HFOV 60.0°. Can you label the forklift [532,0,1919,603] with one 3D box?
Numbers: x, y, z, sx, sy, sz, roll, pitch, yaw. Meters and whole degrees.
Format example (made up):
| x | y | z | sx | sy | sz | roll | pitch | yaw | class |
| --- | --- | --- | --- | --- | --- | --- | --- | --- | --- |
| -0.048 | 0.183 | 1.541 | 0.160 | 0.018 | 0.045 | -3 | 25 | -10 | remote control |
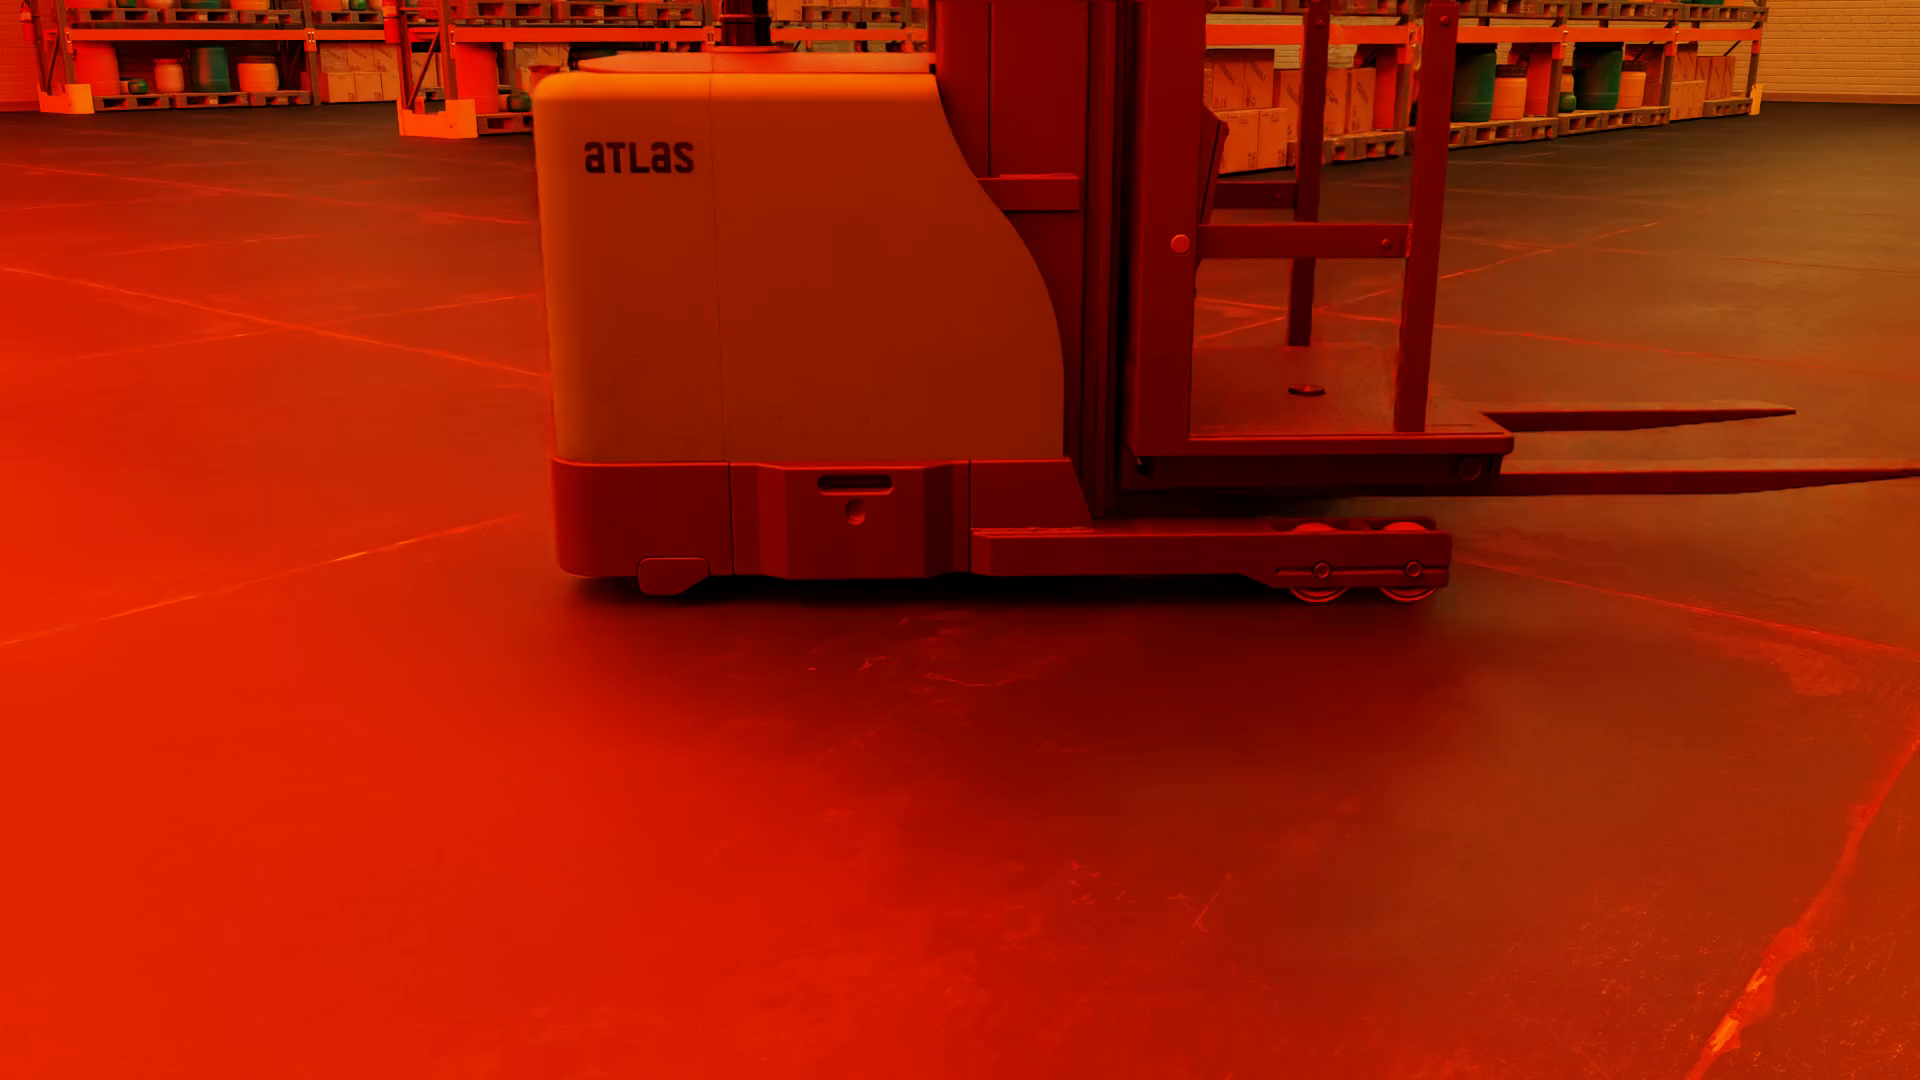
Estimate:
| x | y | z | sx | sy | sz | roll | pitch | yaw | class |
| --- | --- | --- | --- | --- | --- | --- | --- | --- | --- |
| 0.646 | -1.424 | 3.587 | 3.031 | 2.935 | 1.130 | -1 | 17 | -2 | forklift |
